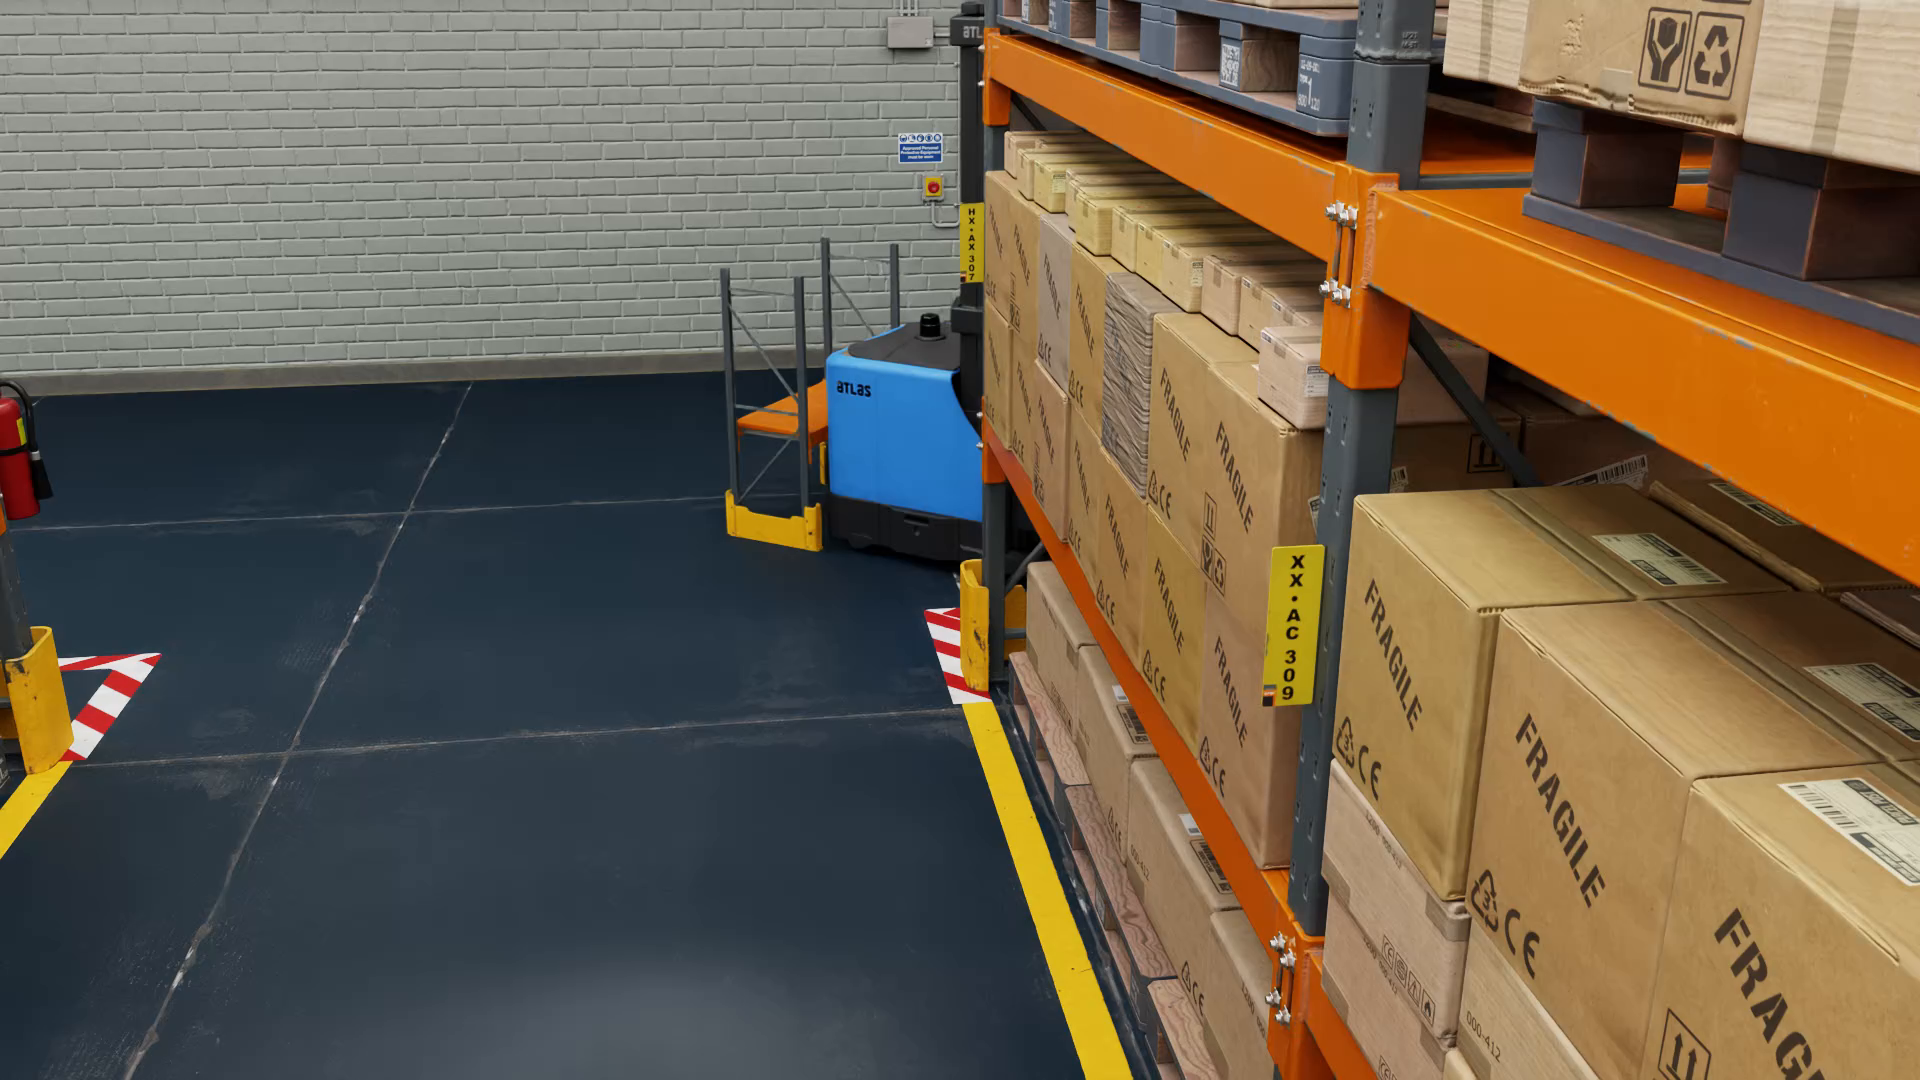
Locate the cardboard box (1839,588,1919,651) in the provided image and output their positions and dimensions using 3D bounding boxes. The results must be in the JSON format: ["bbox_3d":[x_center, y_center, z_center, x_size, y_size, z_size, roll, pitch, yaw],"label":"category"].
[{"bbox_3d":[1.571,0.384,2.329,0.500,0.500,0.500,-3,21,-7],"label":"cardboard box"}]

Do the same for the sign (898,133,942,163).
[{"bbox_3d":[-0.292,-2.903,12.316,0.327,0.218,0.001,-3,21,-8],"label":"sign"}]

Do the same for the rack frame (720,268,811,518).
[{"bbox_3d":[-1.036,-0.692,8.926,0.500,1.500,0.032,10,23,25],"label":"rack frame"}]

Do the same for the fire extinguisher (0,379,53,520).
[{"bbox_3d":[-3.863,-0.422,6.701,0.296,0.674,0.183,-3,21,-8],"label":"fire extinguisher"}]

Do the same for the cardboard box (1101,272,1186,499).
[{"bbox_3d":[0.688,-0.438,4.530,0.500,0.500,0.500,-3,21,-7],"label":"cardboard box"}]

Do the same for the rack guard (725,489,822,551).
[{"bbox_3d":[-1.027,-0.113,9.161,0.587,0.250,0.087,10,23,25],"label":"rack guard"}]

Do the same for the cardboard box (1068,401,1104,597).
[{"bbox_3d":[0.630,-0.149,5.186,0.500,0.500,0.500,-2,21,-6],"label":"cardboard box"}]

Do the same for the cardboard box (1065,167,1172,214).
[{"bbox_3d":[0.555,-1.127,5.449,0.380,0.149,0.250,-3,21,-7],"label":"cardboard box"}]

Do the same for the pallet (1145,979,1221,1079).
[{"bbox_3d":[1.144,1.617,4.584,1.003,0.211,1.213,-3,21,-8],"label":"pallet"}]

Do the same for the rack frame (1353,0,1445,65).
[{"bbox_3d":[1.177,-2.232,2.331,1.000,3.000,0.127,-3,21,-8],"label":"rack frame"}]

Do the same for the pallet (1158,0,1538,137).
[{"bbox_3d":[1.069,-1.069,3.631,1.003,0.211,1.213,-3,21,-8],"label":"pallet"}]

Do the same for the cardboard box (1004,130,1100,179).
[{"bbox_3d":[0.377,-1.489,6.416,0.380,0.149,0.250,-2,21,-7],"label":"cardboard box"}]

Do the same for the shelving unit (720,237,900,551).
[{"bbox_3d":[-0.802,-0.854,9.358,0.587,1.500,1.083,10,23,25],"label":"shelving unit"}]

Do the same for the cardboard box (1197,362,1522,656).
[{"bbox_3d":[0.835,-0.086,3.588,0.500,0.500,0.500,-3,21,-8],"label":"cardboard box"}]

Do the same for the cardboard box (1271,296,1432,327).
[{"bbox_3d":[0.887,-0.428,3.576,0.380,0.149,0.250,-2,21,-6],"label":"cardboard box"}]

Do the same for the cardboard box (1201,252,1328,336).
[{"bbox_3d":[0.806,-0.602,4.041,0.380,0.149,0.250,-3,21,-8],"label":"cardboard box"}]

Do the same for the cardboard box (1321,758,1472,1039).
[{"bbox_3d":[0.961,0.581,2.873,0.500,0.250,0.500,-4,21,-9],"label":"cardboard box"}]

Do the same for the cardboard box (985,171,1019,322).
[{"bbox_3d":[0.387,-1.141,6.413,0.500,0.500,0.500,-3,21,-9],"label":"cardboard box"}]

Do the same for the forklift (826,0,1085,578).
[{"bbox_3d":[0.815,-1.242,8.353,3.031,2.935,1.130,11,23,27],"label":"forklift"}]

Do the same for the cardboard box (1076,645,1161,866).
[{"bbox_3d":[0.934,0.737,6.018,0.875,0.438,0.875,-2,21,-6],"label":"cardboard box"}]

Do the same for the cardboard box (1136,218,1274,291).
[{"bbox_3d":[0.696,-0.777,4.511,0.380,0.149,0.250,-3,21,-9],"label":"cardboard box"}]

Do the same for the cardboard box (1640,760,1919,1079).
[{"bbox_3d":[1.126,0.578,1.808,0.500,0.500,0.500,-3,21,-9],"label":"cardboard box"}]

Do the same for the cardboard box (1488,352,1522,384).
[{"bbox_3d":[1.335,-0.451,3.638,0.380,0.149,0.250,-3,21,-7],"label":"cardboard box"}]

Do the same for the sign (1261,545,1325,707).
[{"bbox_3d":[0.628,0.164,3.139,0.100,0.325,0.005,-3,21,-8],"label":"sign"}]

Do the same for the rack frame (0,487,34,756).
[{"bbox_3d":[-4.284,-0.522,6.326,1.000,3.000,0.127,-3,21,-8],"label":"rack frame"}]

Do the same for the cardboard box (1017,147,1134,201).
[{"bbox_3d":[0.409,-1.306,5.926,0.380,0.149,0.250,-2,21,-6],"label":"cardboard box"}]

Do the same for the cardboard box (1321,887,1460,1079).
[{"bbox_3d":[0.979,0.814,2.963,0.500,0.250,0.500,-3,21,-9],"label":"cardboard box"}]

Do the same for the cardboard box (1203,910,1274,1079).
[{"bbox_3d":[1.192,1.359,4.352,0.875,0.438,0.875,-3,21,-9],"label":"cardboard box"}]

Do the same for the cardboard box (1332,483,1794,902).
[{"bbox_3d":[0.956,0.230,2.741,0.500,0.500,0.500,-3,21,-7],"label":"cardboard box"}]

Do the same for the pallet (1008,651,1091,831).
[{"bbox_3d":[0.793,0.773,6.846,1.003,0.211,1.213,-3,21,-8],"label":"pallet"}]

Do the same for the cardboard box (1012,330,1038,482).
[{"bbox_3d":[0.486,-0.499,6.122,0.500,0.500,0.500,-3,21,-9],"label":"cardboard box"}]

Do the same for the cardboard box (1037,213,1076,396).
[{"bbox_3d":[0.551,-0.785,5.459,0.500,0.500,0.500,-3,21,-8],"label":"cardboard box"}]

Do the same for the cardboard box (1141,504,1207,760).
[{"bbox_3d":[0.777,0.206,4.235,0.500,0.500,0.500,-3,21,-9],"label":"cardboard box"}]

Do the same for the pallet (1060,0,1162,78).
[{"bbox_3d":[0.897,-1.491,4.760,1.003,0.211,1.213,-3,21,-8],"label":"pallet"}]

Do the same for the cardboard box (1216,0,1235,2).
[{"bbox_3d":[0.730,-1.249,3.603,0.380,0.149,0.250,-2,21,-6],"label":"cardboard box"}]

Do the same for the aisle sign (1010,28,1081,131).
[{"bbox_3d":[0.303,-2.035,6.661,0.394,0.787,0.004,-3,21,-8],"label":"aisle sign"}]

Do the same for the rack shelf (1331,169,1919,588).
[{"bbox_3d":[1.465,0.203,1.128,1.077,0.370,4.000,-3,21,-8],"label":"rack shelf"}]

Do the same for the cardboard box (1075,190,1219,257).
[{"bbox_3d":[0.559,-0.950,4.973,0.380,0.149,0.250,-3,21,-9],"label":"cardboard box"}]

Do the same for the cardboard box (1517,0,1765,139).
[{"bbox_3d":[1.017,-0.751,1.909,0.500,0.500,0.500,-3,21,-9],"label":"cardboard box"}]

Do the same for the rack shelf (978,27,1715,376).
[{"bbox_3d":[0.888,-1.182,4.836,1.077,0.370,4.000,-3,21,-8],"label":"rack shelf"}]

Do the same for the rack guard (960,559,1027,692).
[{"bbox_3d":[0.597,0.356,7.548,1.175,0.500,0.348,-3,21,-8],"label":"rack guard"}]
